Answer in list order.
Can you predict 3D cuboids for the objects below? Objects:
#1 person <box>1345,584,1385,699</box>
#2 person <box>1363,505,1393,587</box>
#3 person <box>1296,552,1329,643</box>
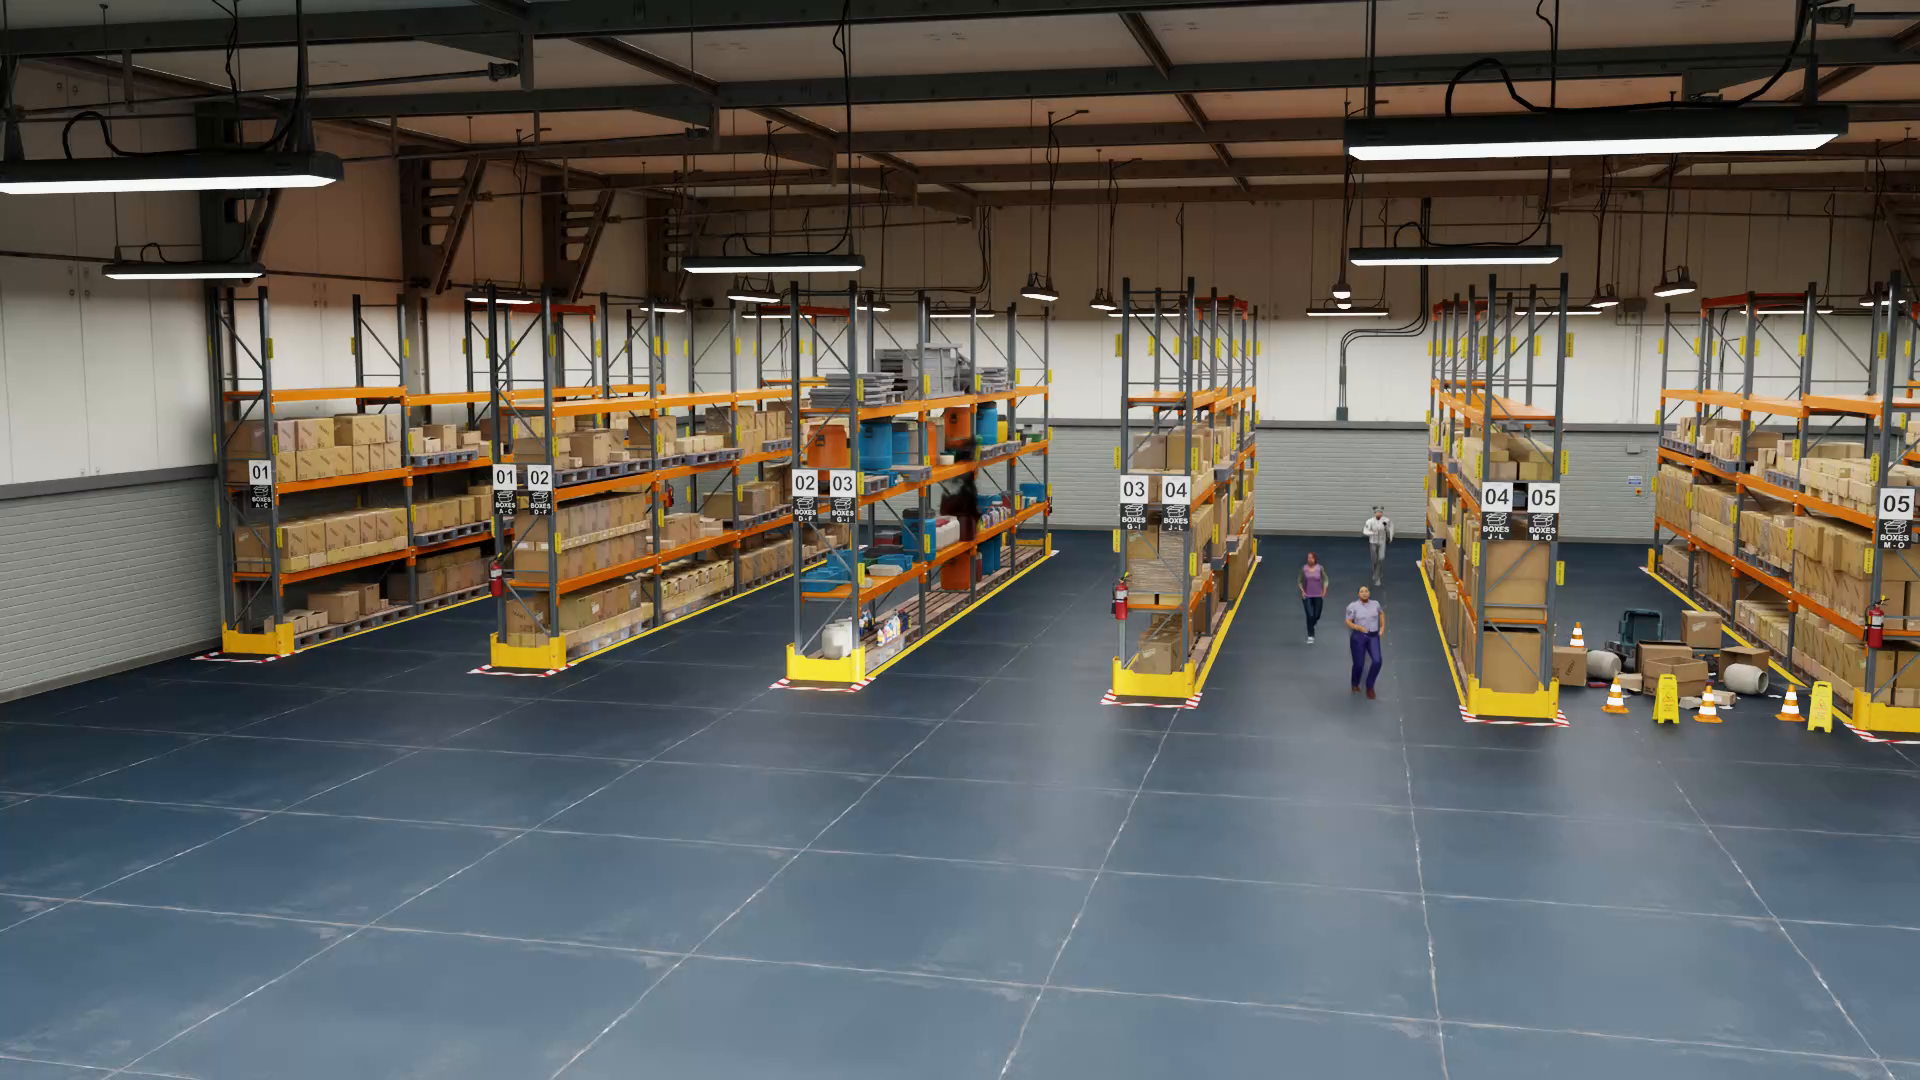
[{"bbox_3d":[5.850,1.465,23.977,0.611,1.658,0.696,0,7,2],"label":"person"},{"bbox_3d":[8.906,0.107,35.434,0.638,1.730,0.833,1,7,10],"label":"person"},{"bbox_3d":[6.023,0.976,28.438,0.542,1.565,0.494,1,7,12],"label":"person"}]
